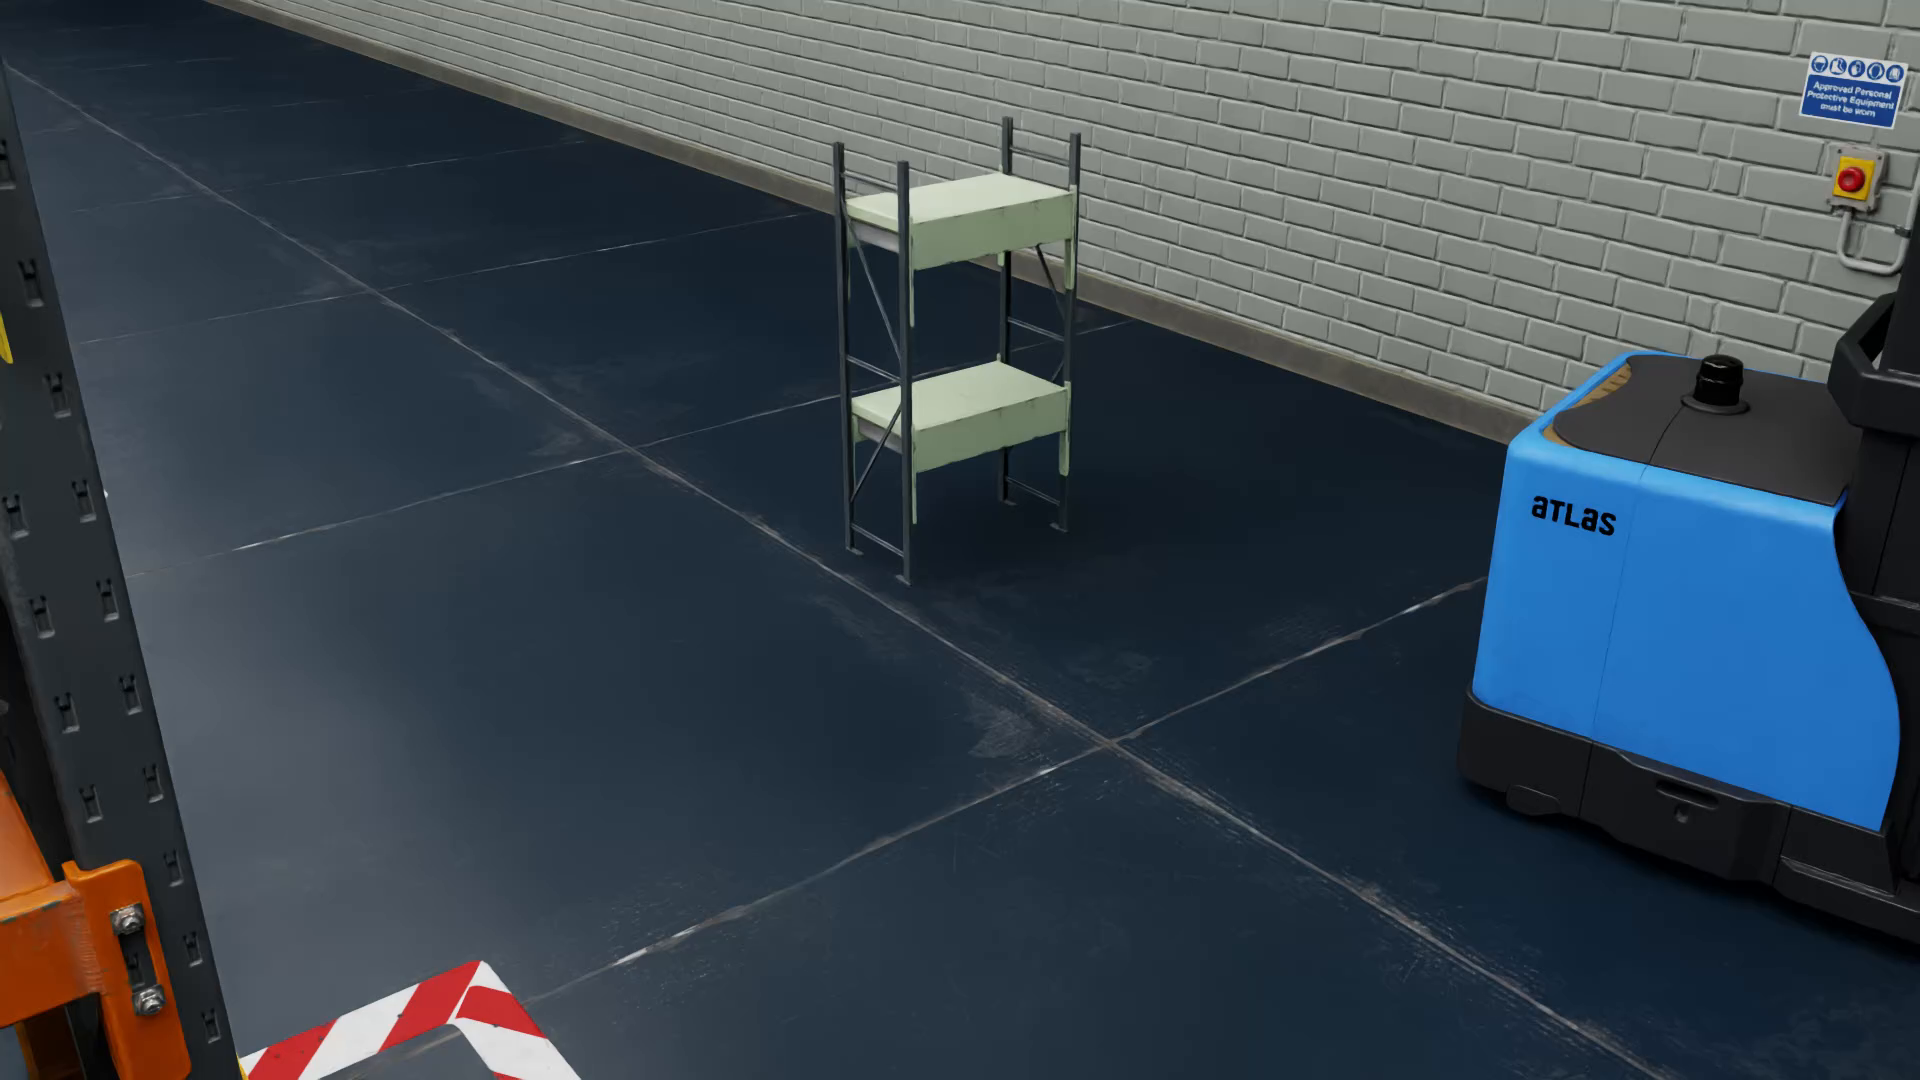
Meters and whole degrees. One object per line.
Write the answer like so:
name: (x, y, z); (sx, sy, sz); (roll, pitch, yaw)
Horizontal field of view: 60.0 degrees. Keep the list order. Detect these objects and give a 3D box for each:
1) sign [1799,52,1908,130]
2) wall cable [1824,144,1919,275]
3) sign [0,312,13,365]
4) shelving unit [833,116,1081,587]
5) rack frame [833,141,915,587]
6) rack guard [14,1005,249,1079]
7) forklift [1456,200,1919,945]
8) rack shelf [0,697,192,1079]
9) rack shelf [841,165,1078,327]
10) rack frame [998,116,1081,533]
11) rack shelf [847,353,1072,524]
sign: (3.042, -1.534, 5.671); (0.001, 0.218, 0.327); (-18, 31, -34)
wall cable: (3.024, -1.855, 5.439); (0.123, 1.953, 0.585); (-18, 31, -34)
sign: (-1.075, -0.356, 1.798); (0.005, 0.325, 0.100); (-18, 31, -34)
shelving unit: (-0.005, -0.679, 5.931); (0.755, 1.500, 0.431); (-18, 31, -34)
rack frame: (-0.293, -0.583, 5.726); (0.023, 1.500, 0.400); (-18, 31, -34)
rack guard: (-1.380, 1.221, 3.026); (0.348, 0.500, 1.175); (-18, 31, -34)
forklift: (2.880, -0.399, 3.628); (3.031, 2.935, 1.130); (18, 30, 34)
rack shelf: (-2.973, 0.939, 1.519); (4.000, 0.370, 1.077); (-18, 31, -34)
rack shelf: (-0.005, -1.033, 5.766); (0.720, 0.370, 0.431); (-18, 31, -34)
rack frame: (0.283, -0.774, 6.135); (0.023, 1.500, 0.400); (-18, 31, -34)
rack shelf: (-0.005, -0.383, 6.068); (0.720, 0.370, 0.431); (-18, 31, -34)
